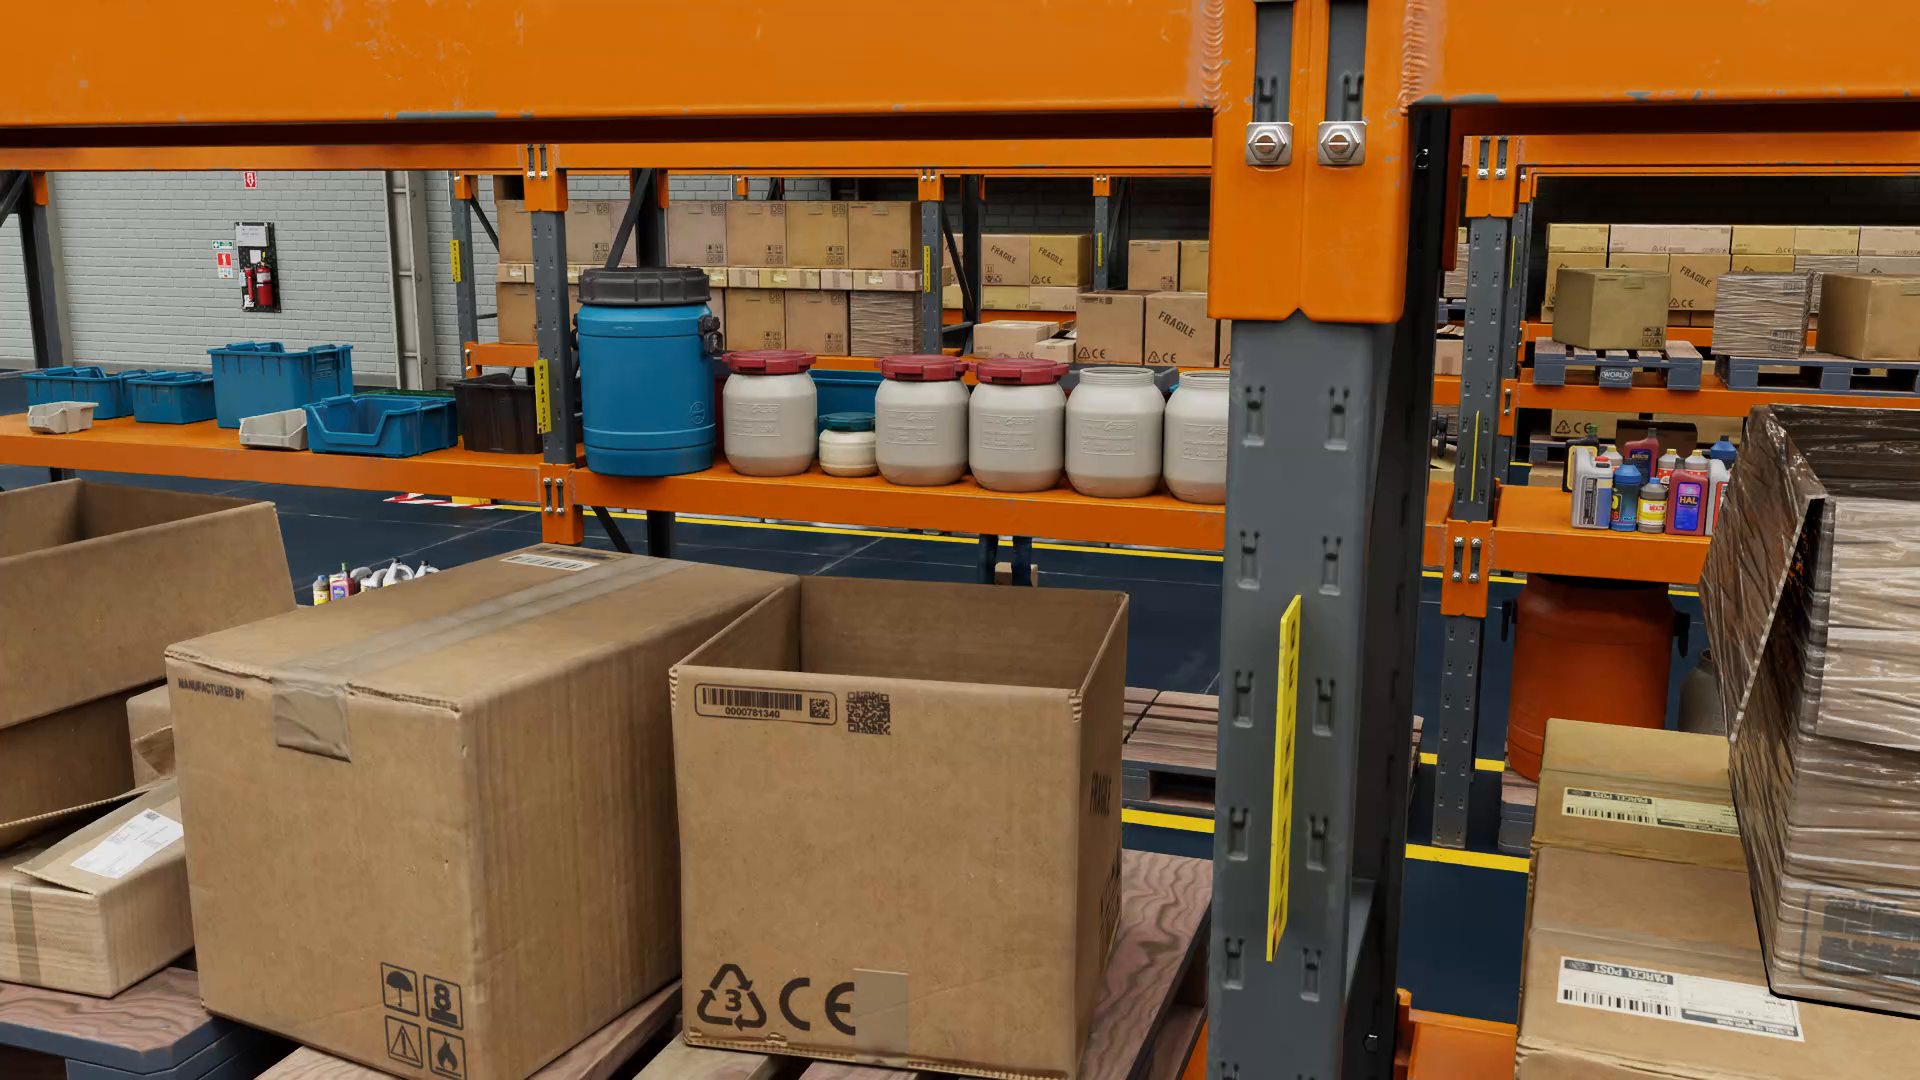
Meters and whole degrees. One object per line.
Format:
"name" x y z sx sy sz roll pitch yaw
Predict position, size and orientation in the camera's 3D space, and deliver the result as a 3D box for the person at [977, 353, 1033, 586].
"person" 0.257 -0.310 9.958 0.480 1.582 0.343 4 13 16
